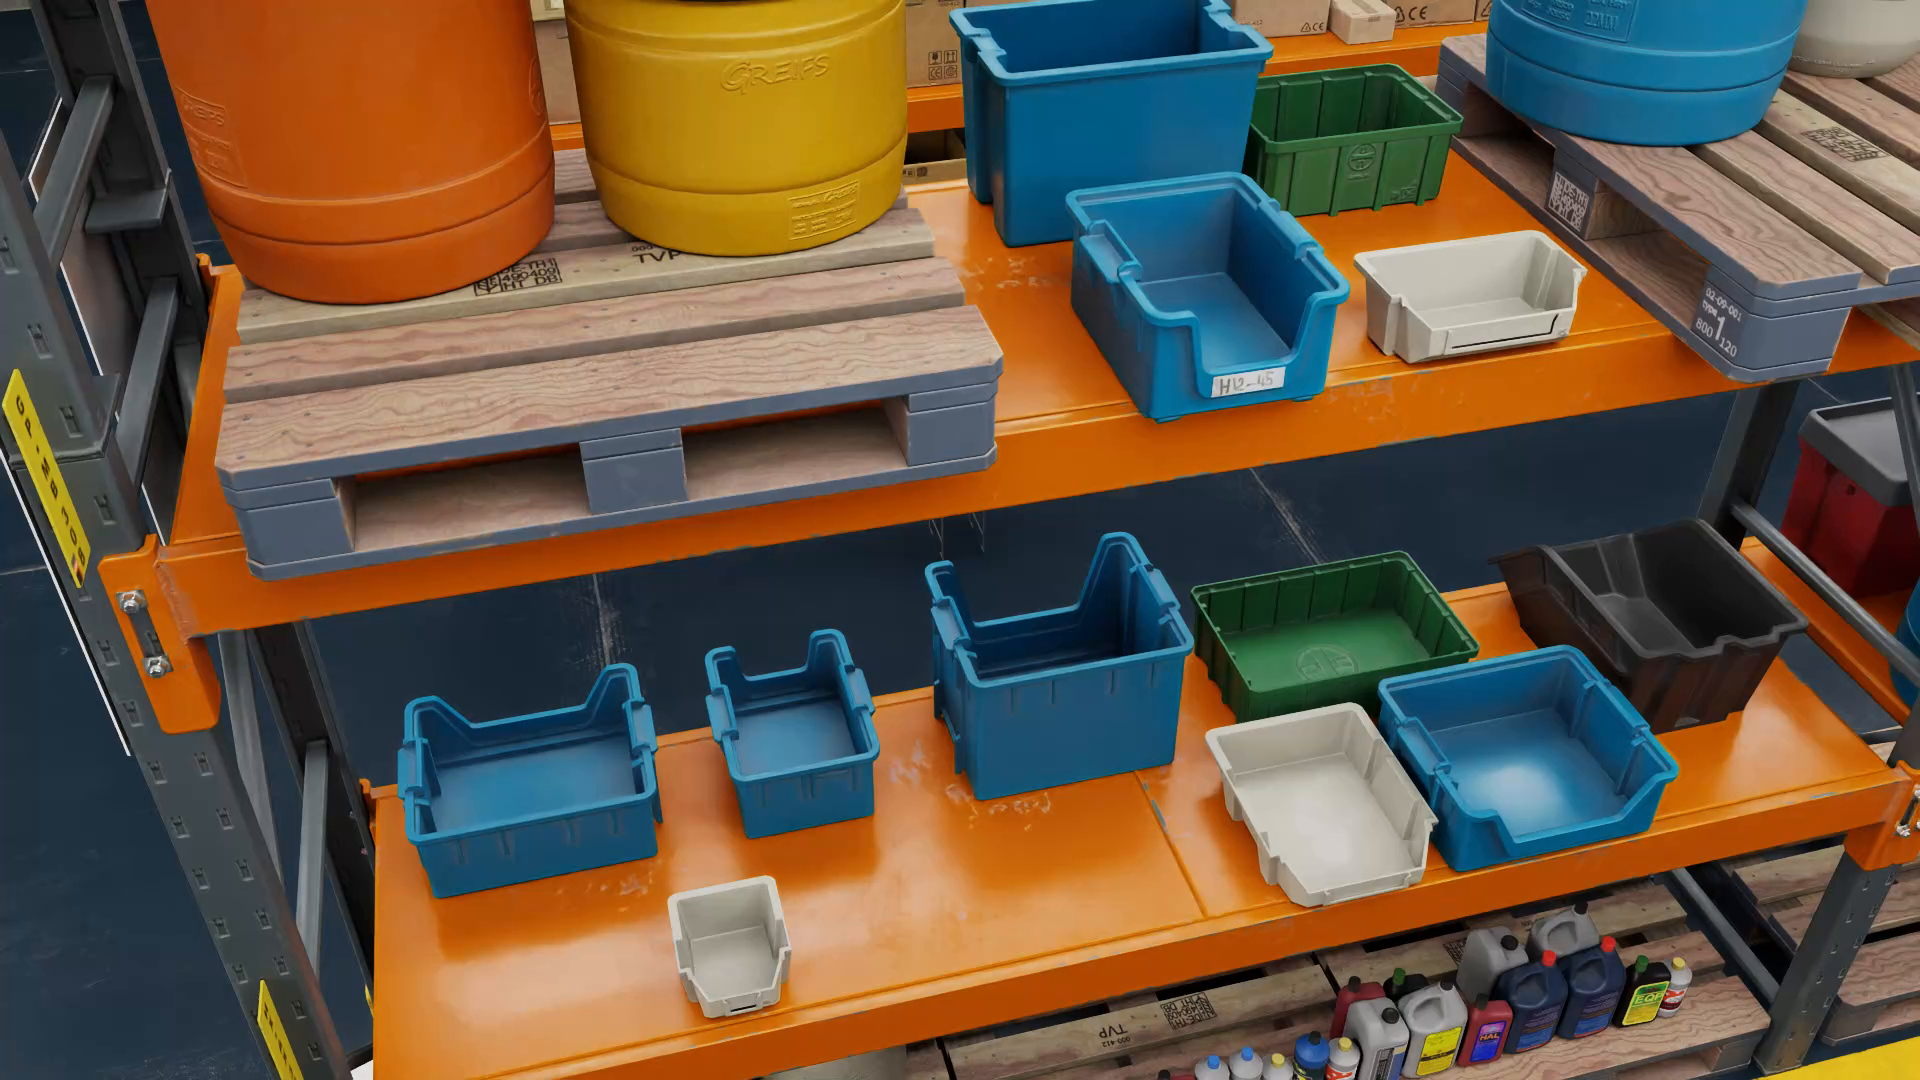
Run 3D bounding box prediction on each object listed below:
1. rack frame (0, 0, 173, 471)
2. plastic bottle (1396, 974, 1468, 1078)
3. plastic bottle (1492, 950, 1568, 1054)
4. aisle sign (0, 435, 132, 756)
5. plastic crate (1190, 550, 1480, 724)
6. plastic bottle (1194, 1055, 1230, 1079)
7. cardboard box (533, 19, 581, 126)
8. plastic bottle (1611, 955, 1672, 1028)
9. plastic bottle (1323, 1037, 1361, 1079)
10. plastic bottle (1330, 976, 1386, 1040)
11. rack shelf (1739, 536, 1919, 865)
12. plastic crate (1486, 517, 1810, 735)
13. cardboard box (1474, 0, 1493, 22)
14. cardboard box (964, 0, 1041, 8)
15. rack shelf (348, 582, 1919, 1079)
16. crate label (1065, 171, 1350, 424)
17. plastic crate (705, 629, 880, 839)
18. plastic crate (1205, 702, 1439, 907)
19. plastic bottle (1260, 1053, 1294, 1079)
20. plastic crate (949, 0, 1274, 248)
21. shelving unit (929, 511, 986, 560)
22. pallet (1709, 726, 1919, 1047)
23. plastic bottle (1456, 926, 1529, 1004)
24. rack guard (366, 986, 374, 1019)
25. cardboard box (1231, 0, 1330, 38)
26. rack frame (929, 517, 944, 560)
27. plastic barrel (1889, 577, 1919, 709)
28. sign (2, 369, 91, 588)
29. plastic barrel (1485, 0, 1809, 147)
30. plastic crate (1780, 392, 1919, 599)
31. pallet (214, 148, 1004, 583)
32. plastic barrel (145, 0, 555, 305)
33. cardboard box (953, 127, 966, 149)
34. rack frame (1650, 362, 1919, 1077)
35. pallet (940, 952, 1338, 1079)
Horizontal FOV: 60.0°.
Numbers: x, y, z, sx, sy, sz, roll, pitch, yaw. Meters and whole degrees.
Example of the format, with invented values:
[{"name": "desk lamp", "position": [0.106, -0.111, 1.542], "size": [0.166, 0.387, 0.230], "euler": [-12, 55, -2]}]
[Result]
[{"name": "rack frame", "position": [-1.464, -1.597, 1.931], "size": [0.127, 3.000, 1.000], "euler": [-9, 38, -12]}, {"name": "plastic bottle", "position": [1.354, 1.382, 4.792], "size": [0.185, 0.351, 0.144], "euler": [-10, 38, -12]}, {"name": "plastic bottle", "position": [1.666, 1.331, 4.859], "size": [0.185, 0.351, 0.144], "euler": [-11, 39, -14]}, {"name": "aisle sign", "position": [-1.457, -0.063, 2.724], "size": [0.004, 0.787, 0.394], "euler": [-9, 38, -12]}, {"name": "plastic crate", "position": [1.014, 0.286, 4.582], "size": [0.662, 0.188, 0.450], "euler": [-9, 38, -12]}, {"name": "plastic bottle", "position": [0.699, 1.536, 4.656], "size": [0.097, 0.271, 0.097], "euler": [0, 37, 0]}, {"name": "cardboard box", "position": [-1.792, -2.312, 7.721], "size": [0.500, 0.500, 0.700], "euler": [-8, 38, -11]}, {"name": "plastic bottle", "position": [2.020, 1.326, 4.921], "size": [0.133, 0.283, 0.061], "euler": [-7, 38, -10]}, {"name": "plastic bottle", "position": [1.090, 1.500, 4.761], "size": [0.097, 0.201, 0.097], "euler": [0, 37, 0]}, {"name": "plastic bottle", "position": [1.168, 1.370, 4.863], "size": [0.133, 0.283, 0.061], "euler": [-9, 38, -12]}, {"name": "rack shelf", "position": [4.329, 0.121, 5.215], "size": [4.000, 0.370, 1.077], "euler": [-9, 38, -12]}, {"name": "plastic crate", "position": [1.860, 0.185, 4.590], "size": [0.504, 0.338, 0.767], "euler": [-9, 38, -12]}, {"name": "cardboard box", "position": [2.848, -3.068, 8.710], "size": [0.500, 0.500, 0.500], "euler": [-9, 38, -12]}, {"name": "cardboard box", "position": [0.176, -2.632, 8.140], "size": [0.500, 0.500, 0.700], "euler": [-10, 38, -12]}, {"name": "rack shelf", "position": [0.467, 0.755, 4.386], "size": [4.000, 0.370, 1.077], "euler": [-9, 38, -12]}, {"name": "crate label", "position": [0.430, -0.449, 3.022], "size": [0.408, 0.251, 0.502], "euler": [-9, 38, -12]}, {"name": "plastic crate", "position": [-0.430, 0.491, 4.262], "size": [0.408, 0.251, 0.499], "euler": [-9, 38, -12]}, {"name": "plastic crate", "position": [0.896, 0.663, 4.132], "size": [0.437, 0.136, 0.530], "euler": [-9, 38, -12]}, {"name": "plastic bottle", "position": [0.891, 1.533, 4.719], "size": [0.097, 0.201, 0.097], "euler": [0, 37, 0]}, {"name": "plastic crate", "position": [0.299, -0.878, 3.473], "size": [0.575, 0.384, 0.392], "euler": [-9, 38, -12]}, {"name": "shelving unit", "position": [-0.014, -0.474, 6.882], "size": [0.189, 1.200, 0.258], "euler": [-9, 38, -12]}, {"name": "pallet", "position": [3.146, 1.113, 5.621], "size": [1.213, 0.211, 1.003], "euler": [-9, 38, -12]}, {"name": "plastic bottle", "position": [1.603, 1.278, 4.990], "size": [0.135, 0.276, 0.152], "euler": [-9, 38, -12]}, {"name": "rack guard", "position": [-1.402, 1.739, 4.565], "size": [0.348, 0.500, 1.175], "euler": [-9, 38, -12]}, {"name": "cardboard box", "position": [1.574, -2.798, 8.562], "size": [0.500, 0.250, 0.500], "euler": [-7, 38, -9]}, {"name": "rack frame", "position": [-0.102, -0.460, 6.864], "size": [0.006, 1.200, 0.240], "euler": [-9, 38, -12]}, {"name": "plastic barrel", "position": [2.850, 0.070, 4.277], "size": [0.708, 0.901, 0.600], "euler": [-9, 38, -12]}, {"name": "sign", "position": [-1.324, -0.085, 2.417], "size": [0.005, 0.325, 0.100], "euler": [-9, 38, -12]}, {"name": "plastic barrel", "position": [1.409, -1.310, 3.267], "size": [0.708, 0.901, 0.600], "euler": [-9, 38, -12]}, {"name": "plastic crate", "position": [2.786, -0.129, 4.897], "size": [0.583, 0.464, 0.402], "euler": [-9, 38, -12]}, {"name": "pallet", "position": [-0.639, -0.404, 2.996], "size": [1.213, 0.211, 1.003], "euler": [-9, 38, -12]}, {"name": "plastic barrel", "position": [-1.028, -0.894, 2.782], "size": [0.708, 0.830, 0.600], "euler": [-9, 38, -12]}, {"name": "cardboard box", "position": [0.234, -1.852, 8.503], "size": [0.500, 0.500, 0.500], "euler": [-9, 38, -12]}, {"name": "rack frame", "position": [2.398, 0.152, 4.582], "size": [0.127, 3.000, 1.000], "euler": [-9, 38, -12]}, {"name": "pallet", "position": [0.559, 1.537, 5.067], "size": [1.213, 0.211, 1.003], "euler": [-9, 38, -12]}]
